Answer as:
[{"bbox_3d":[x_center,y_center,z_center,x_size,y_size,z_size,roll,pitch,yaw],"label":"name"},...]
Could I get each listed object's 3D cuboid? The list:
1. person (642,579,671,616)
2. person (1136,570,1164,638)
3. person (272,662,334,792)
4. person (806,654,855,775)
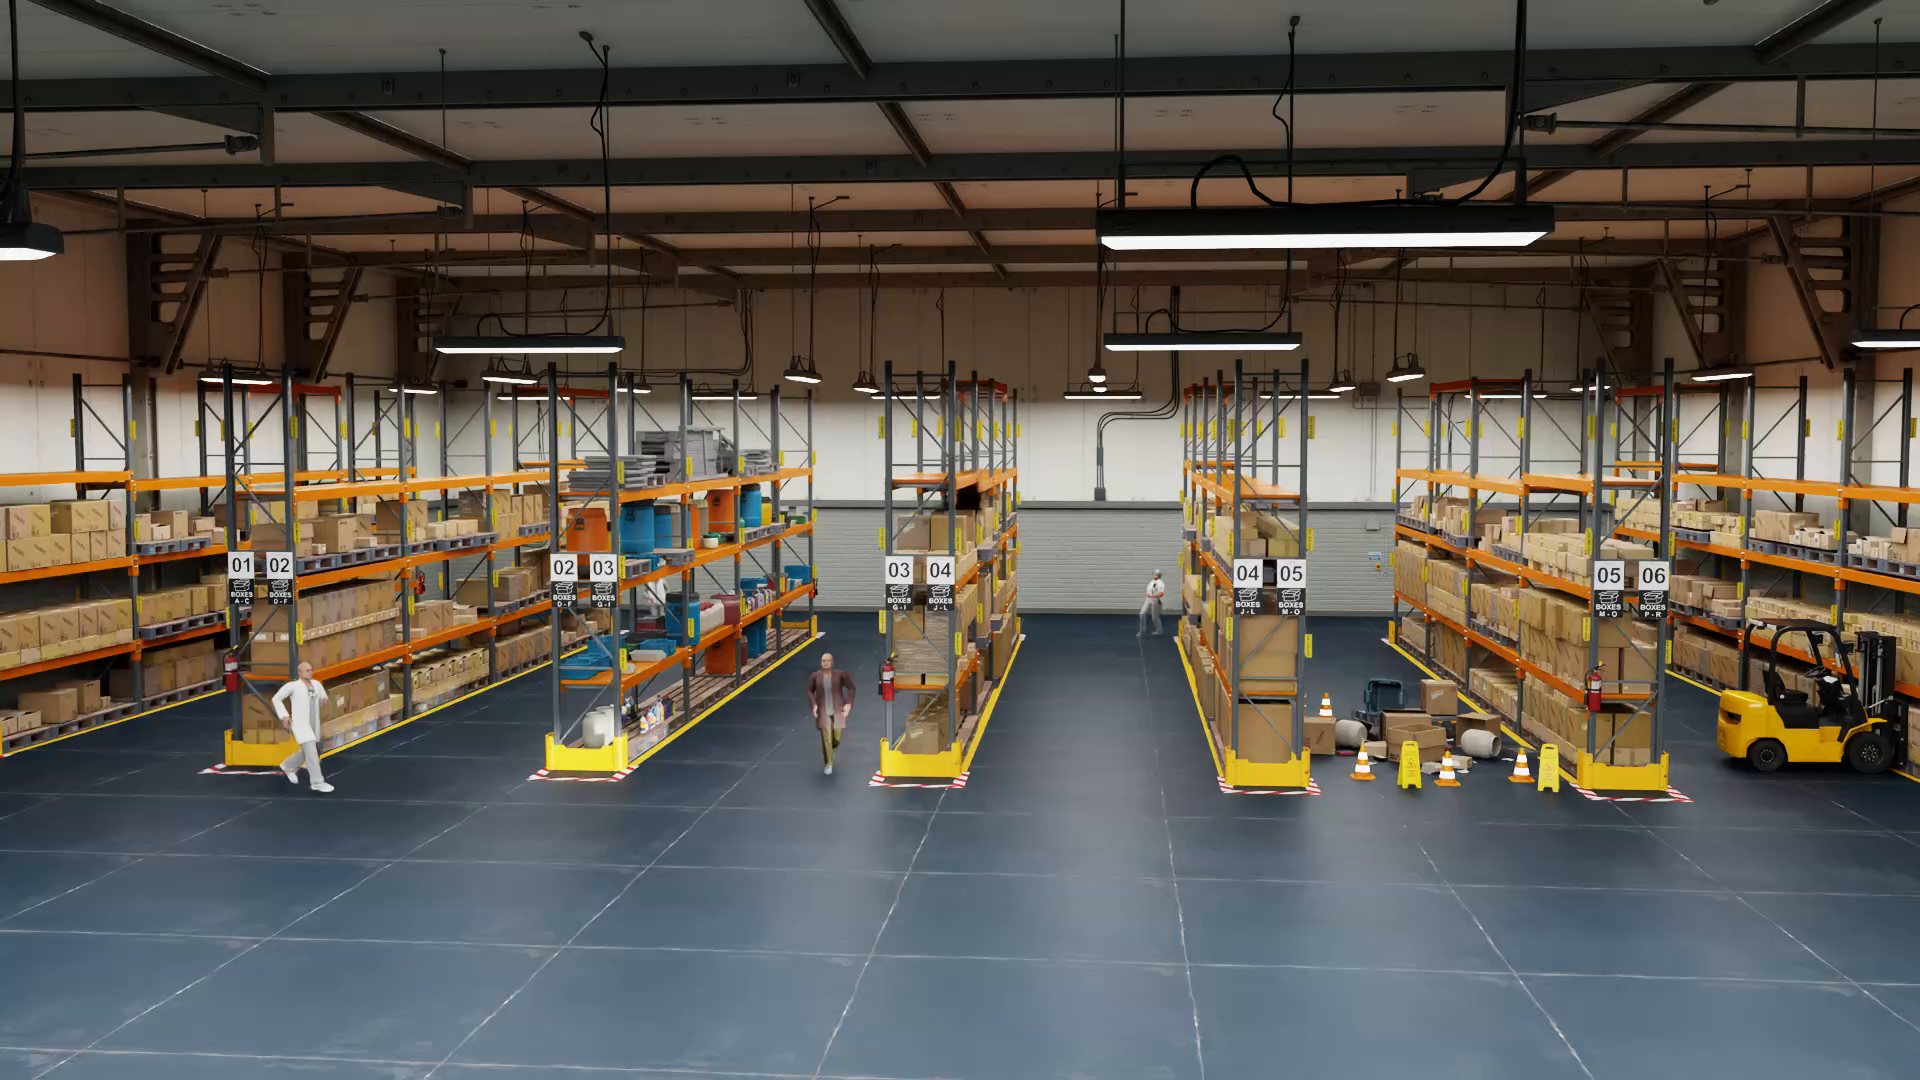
[{"bbox_3d":[-7.267,1.522,39.822,0.691,1.723,0.527,-1,4,-11],"label":"person"},{"bbox_3d":[4.676,1.541,40.099,0.750,1.661,0.601,-3,5,-36],"label":"person"},{"bbox_3d":[-9.083,2.670,23.039,1.051,1.559,0.703,2,4,26],"label":"person"},{"bbox_3d":[-1.908,2.535,24.482,0.725,1.761,0.709,0,4,0],"label":"person"}]
